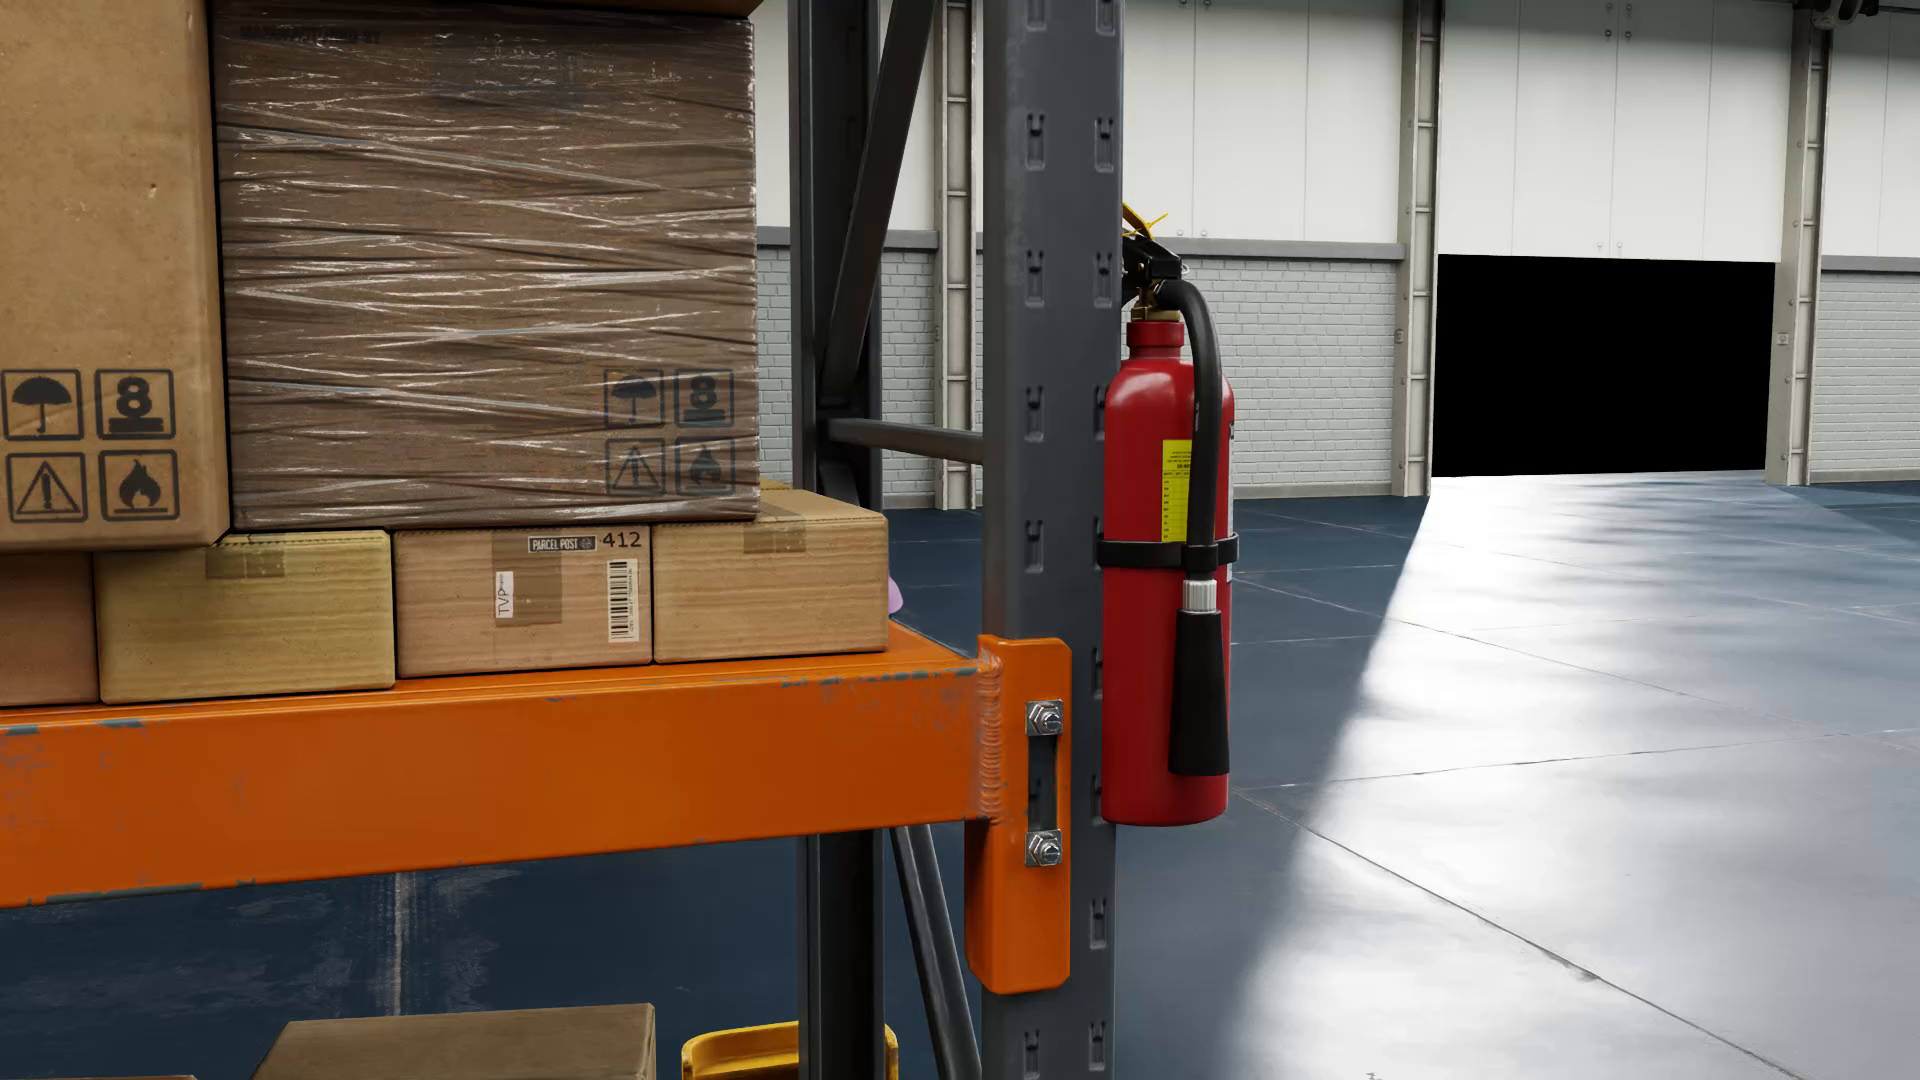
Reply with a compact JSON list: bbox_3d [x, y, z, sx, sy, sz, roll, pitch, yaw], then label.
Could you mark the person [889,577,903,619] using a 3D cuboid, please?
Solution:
[{"bbox_3d":[-0.693,0.269,8.598,0.814,0.899,0.434,-2,6,-19],"label":"person"}]
